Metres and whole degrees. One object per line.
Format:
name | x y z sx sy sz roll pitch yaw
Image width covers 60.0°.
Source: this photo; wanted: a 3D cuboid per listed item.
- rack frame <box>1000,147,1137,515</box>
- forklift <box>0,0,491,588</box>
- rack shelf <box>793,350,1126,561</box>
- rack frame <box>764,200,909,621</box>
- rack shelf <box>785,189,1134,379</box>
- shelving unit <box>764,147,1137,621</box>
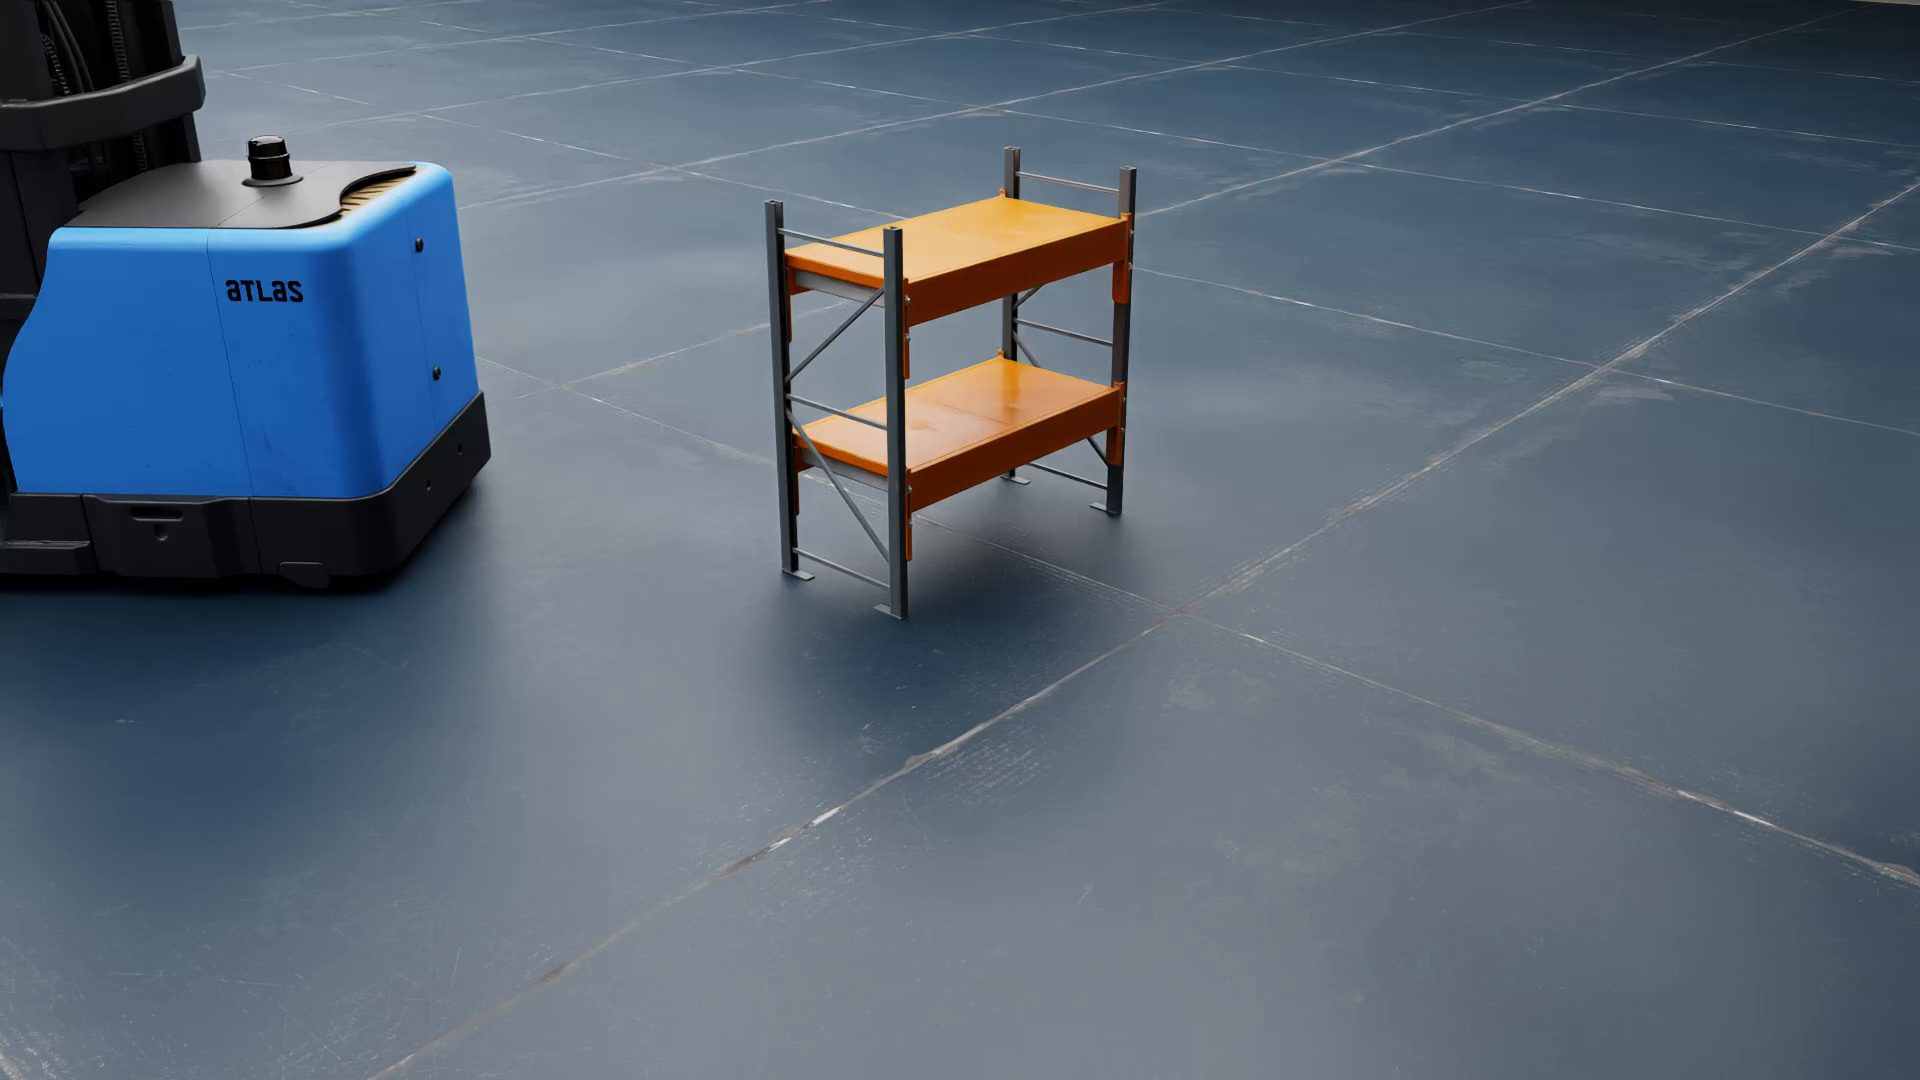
rack frame | 0.335 -0.666 5.361 0.500 1.125 0.032 20 31 38
forklift | -3.142 -1.408 4.808 3.031 2.935 1.130 1 24 3
rack shelf | -0.005 -0.288 5.115 0.538 0.278 1.000 20 31 38
rack frame | -0.344 -0.356 4.670 0.500 1.125 0.032 20 31 38
rack shelf | -0.005 -0.778 4.896 0.538 0.278 1.000 20 31 38
shelving unit | -0.005 -0.511 5.015 0.538 1.125 1.048 20 31 38
